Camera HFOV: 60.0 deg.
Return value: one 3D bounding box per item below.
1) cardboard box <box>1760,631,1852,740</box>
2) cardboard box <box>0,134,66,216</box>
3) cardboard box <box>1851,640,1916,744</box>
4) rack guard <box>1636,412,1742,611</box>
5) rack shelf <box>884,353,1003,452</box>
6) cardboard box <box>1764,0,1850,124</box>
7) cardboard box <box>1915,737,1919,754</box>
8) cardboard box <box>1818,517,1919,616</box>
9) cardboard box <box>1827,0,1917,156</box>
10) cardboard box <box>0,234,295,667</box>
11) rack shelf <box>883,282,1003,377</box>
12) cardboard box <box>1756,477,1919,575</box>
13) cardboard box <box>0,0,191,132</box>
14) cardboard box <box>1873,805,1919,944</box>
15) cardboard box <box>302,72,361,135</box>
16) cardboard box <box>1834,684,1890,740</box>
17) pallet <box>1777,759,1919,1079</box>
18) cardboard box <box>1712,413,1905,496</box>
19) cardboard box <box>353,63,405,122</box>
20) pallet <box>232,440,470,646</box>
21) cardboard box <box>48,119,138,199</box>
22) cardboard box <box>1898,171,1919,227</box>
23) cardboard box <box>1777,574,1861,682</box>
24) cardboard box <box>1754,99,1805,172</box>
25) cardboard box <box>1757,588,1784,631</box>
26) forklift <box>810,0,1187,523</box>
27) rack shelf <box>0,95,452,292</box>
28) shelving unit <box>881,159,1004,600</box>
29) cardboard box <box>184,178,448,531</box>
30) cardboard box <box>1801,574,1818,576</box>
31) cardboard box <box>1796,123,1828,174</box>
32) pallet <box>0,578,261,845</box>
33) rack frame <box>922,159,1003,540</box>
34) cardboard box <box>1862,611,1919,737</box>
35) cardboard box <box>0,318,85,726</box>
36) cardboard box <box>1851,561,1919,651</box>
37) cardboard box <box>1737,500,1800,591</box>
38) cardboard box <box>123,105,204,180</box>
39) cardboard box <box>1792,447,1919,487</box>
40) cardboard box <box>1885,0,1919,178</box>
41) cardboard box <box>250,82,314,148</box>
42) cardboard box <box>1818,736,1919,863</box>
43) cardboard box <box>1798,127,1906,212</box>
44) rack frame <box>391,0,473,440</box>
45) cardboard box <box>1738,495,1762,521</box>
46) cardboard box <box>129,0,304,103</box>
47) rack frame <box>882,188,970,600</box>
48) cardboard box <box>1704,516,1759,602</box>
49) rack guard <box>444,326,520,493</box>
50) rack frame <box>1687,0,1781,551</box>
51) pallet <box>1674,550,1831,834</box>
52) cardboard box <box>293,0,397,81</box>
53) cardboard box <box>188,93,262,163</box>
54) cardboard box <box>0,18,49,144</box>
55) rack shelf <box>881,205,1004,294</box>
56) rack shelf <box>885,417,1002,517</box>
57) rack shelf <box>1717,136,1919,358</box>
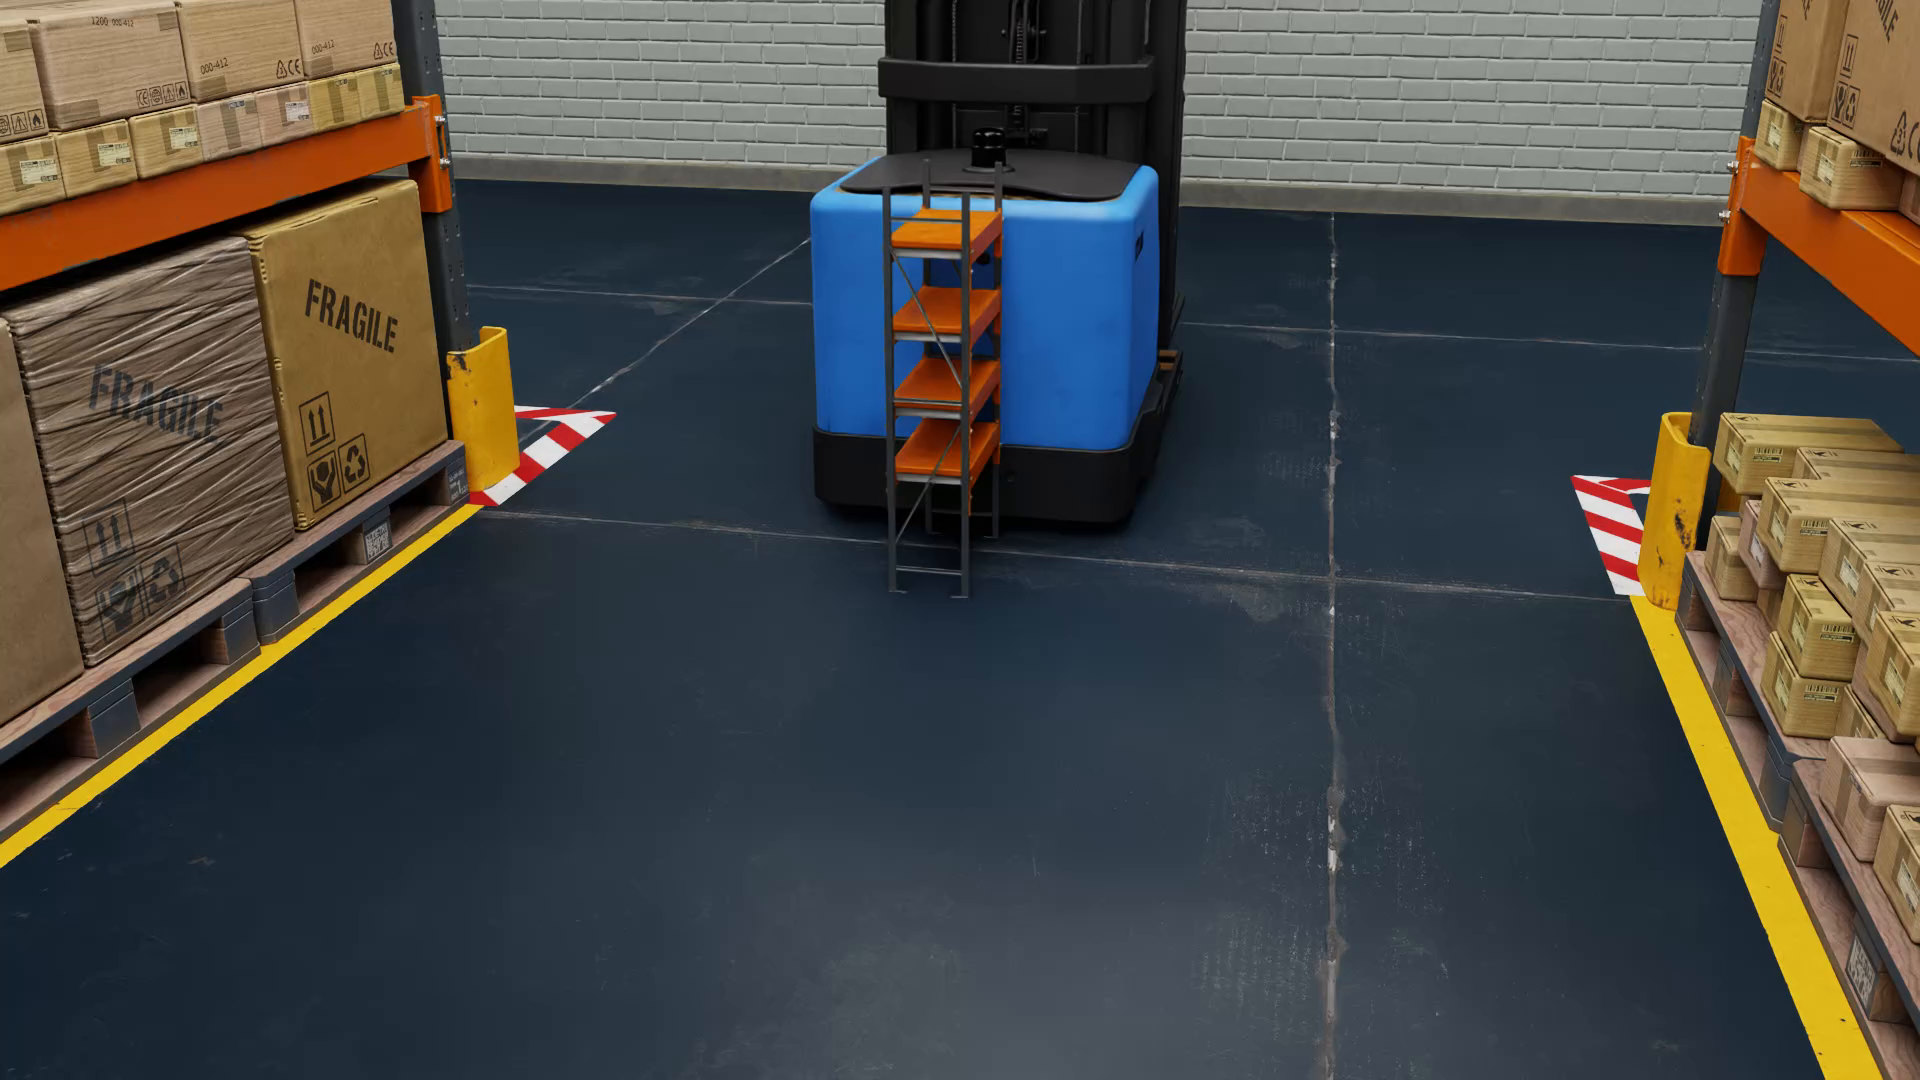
[{"bbox_3d":[2.046,0.339,3.751,0.380,0.149,0.250,5,22,12],"label":"cardboard box"},{"bbox_3d":[-2.255,-0.819,3.707,0.380,0.149,0.250,5,22,12],"label":"cardboard box"},{"bbox_3d":[2.090,0.309,3.426,0.380,0.149,0.250,3,22,8],"label":"cardboard box"},{"bbox_3d":[2.627,-0.047,4.801,1.175,0.500,0.348,4,22,11],"label":"rack guard"},{"bbox_3d":[-0.043,-0.417,4.962,0.258,0.148,0.480,4,22,11],"label":"rack shelf"},{"bbox_3d":[2.281,-1.276,3.974,0.500,0.500,0.500,6,23,13],"label":"cardboard box"},{"bbox_3d":[2.076,0.412,3.172,0.380,0.149,0.250,6,23,14],"label":"cardboard box"},{"bbox_3d":[2.118,0.072,3.616,0.380,0.149,0.250,3,22,8],"label":"cardboard box"},{"bbox_3d":[2.196,-1.078,3.483,0.500,0.500,0.500,5,22,11],"label":"cardboard box"},{"bbox_3d":[-2.430,-0.286,4.330,0.875,0.875,0.875,4,22,11],"label":"cardboard box"},{"bbox_3d":[-0.043,-0.624,4.878,0.258,0.148,0.480,4,22,11],"label":"rack shelf"},{"bbox_3d":[2.088,-0.025,3.857,0.380,0.149,0.250,4,22,11],"label":"cardboard box"},{"bbox_3d":[-2.239,-1.149,3.993,0.500,0.250,0.500,4,22,9],"label":"cardboard box"},{"bbox_3d":[1.920,0.627,3.035,0.380,0.149,0.250,4,22,11],"label":"cardboard box"},{"bbox_3d":[-1.994,-1.282,4.859,0.380,0.149,0.250,5,22,11],"label":"cardboard box"},{"bbox_3d":[2.087,0.439,3.501,0.380,0.149,0.250,5,22,11],"label":"cardboard box"},{"bbox_3d":[2.176,0.826,3.020,1.003,0.211,1.213,4,22,11],"label":"pallet"},{"bbox_3d":[2.203,-0.217,4.335,0.380,0.149,0.250,3,22,8],"label":"cardboard box"},{"bbox_3d":[-1.942,-1.378,5.095,0.380,0.149,0.250,5,22,12],"label":"cardboard box"},{"bbox_3d":[-2.279,-0.058,5.214,1.003,0.211,1.213,4,22,11],"label":"pallet"},{"bbox_3d":[-2.202,-0.909,3.932,0.380,0.149,0.250,5,22,11],"label":"cardboard box"},{"bbox_3d":[2.218,-0.729,3.484,0.380,0.149,0.250,6,23,13],"label":"cardboard box"},{"bbox_3d":[2.052,0.205,3.685,0.380,0.149,0.250,5,23,13],"label":"cardboard box"},{"bbox_3d":[2.256,-1.024,4.218,0.380,0.149,0.250,4,22,10],"label":"cardboard box"},{"bbox_3d":[2.249,0.162,4.189,0.380,0.149,0.250,4,22,11],"label":"cardboard box"},{"bbox_3d":[0.318,-1.933,6.230,1.130,2.935,3.031,4,22,11],"label":"forklift"},{"bbox_3d":[-2.600,-0.584,3.752,1.077,0.370,4.000,4,22,11],"label":"rack shelf"},{"bbox_3d":[-0.043,-0.479,4.937,0.258,1.200,0.503,4,22,11],"label":"shelving unit"},{"bbox_3d":[-2.244,-0.618,5.156,0.875,0.875,0.875,4,22,11],"label":"cardboard box"},{"bbox_3d":[2.210,0.119,3.898,0.380,0.149,0.250,5,22,12],"label":"cardboard box"},{"bbox_3d":[2.244,-0.928,3.979,0.380,0.149,0.250,5,23,13],"label":"cardboard box"},{"bbox_3d":[-2.530,0.387,4.109,1.003,0.211,1.213,4,22,11],"label":"pallet"},{"bbox_3d":[0.007,-0.568,5.158,0.240,1.200,0.015,4,22,11],"label":"rack frame"},{"bbox_3d":[1.954,0.266,3.136,0.380,0.149,0.250,5,22,12],"label":"cardboard box"},{"bbox_3d":[-2.612,0.040,3.521,0.875,0.875,0.875,4,22,11],"label":"cardboard box"},{"bbox_3d":[2.053,0.173,3.366,0.380,0.149,0.250,5,23,13],"label":"cardboard box"},{"bbox_3d":[2.173,0.023,4.137,0.380,0.149,0.250,4,22,11],"label":"cardboard box"},{"bbox_3d":[-2.149,-1.004,4.167,0.380,0.149,0.250,4,22,10],"label":"cardboard box"},{"bbox_3d":[2.265,-0.107,4.062,0.380,0.149,0.250,5,22,12],"label":"cardboard box"},{"bbox_3d":[2.084,-0.900,3.040,0.500,0.500,0.500,5,22,12],"label":"cardboard box"},{"bbox_3d":[-2.046,-1.190,4.630,0.380,0.149,0.250,5,22,11],"label":"cardboard box"},{"bbox_3d":[1.951,0.524,3.291,0.380,0.149,0.250,3,22,8],"label":"cardboard box"},{"bbox_3d":[2.137,-0.834,3.745,0.380,0.149,0.250,4,22,9],"label":"cardboard box"},{"bbox_3d":[-2.192,-1.649,5.434,1.000,3.000,0.127,4,22,11],"label":"rack frame"},{"bbox_3d":[2.285,-0.073,4.375,0.380,0.149,0.250,5,23,13],"label":"cardboard box"},{"bbox_3d":[-2.135,-1.335,4.456,0.500,0.250,0.500,4,22,10],"label":"cardboard box"},{"bbox_3d":[-0.092,-0.390,4.715,0.240,1.200,0.015,4,22,11],"label":"rack frame"},{"bbox_3d":[2.223,0.060,4.442,0.380,0.149,0.250,5,22,12],"label":"cardboard box"},{"bbox_3d":[-2.187,-0.499,5.923,1.175,0.500,0.348,4,22,11],"label":"rack guard"},{"bbox_3d":[2.643,-1.234,4.403,1.000,3.000,0.127,4,22,11],"label":"rack frame"},{"bbox_3d":[2.427,0.381,4.124,1.003,0.211,1.213,4,22,11],"label":"pallet"},{"bbox_3d":[-2.031,-1.520,4.916,0.500,0.250,0.500,4,22,10],"label":"cardboard box"},{"bbox_3d":[-2.098,-1.099,4.403,0.380,0.149,0.250,5,22,12],"label":"cardboard box"},{"bbox_3d":[-2.341,-0.958,3.520,0.500,0.250,0.500,4,22,11],"label":"cardboard box"},{"bbox_3d":[-0.043,-0.843,4.790,0.258,0.148,0.480,4,22,11],"label":"rack shelf"},{"bbox_3d":[-0.043,-0.232,5.036,0.258,0.148,0.480,4,22,11],"label":"rack shelf"},{"bbox_3d":[2.235,-0.169,2.722,1.077,0.370,4.000,4,22,11],"label":"rack shelf"}]
